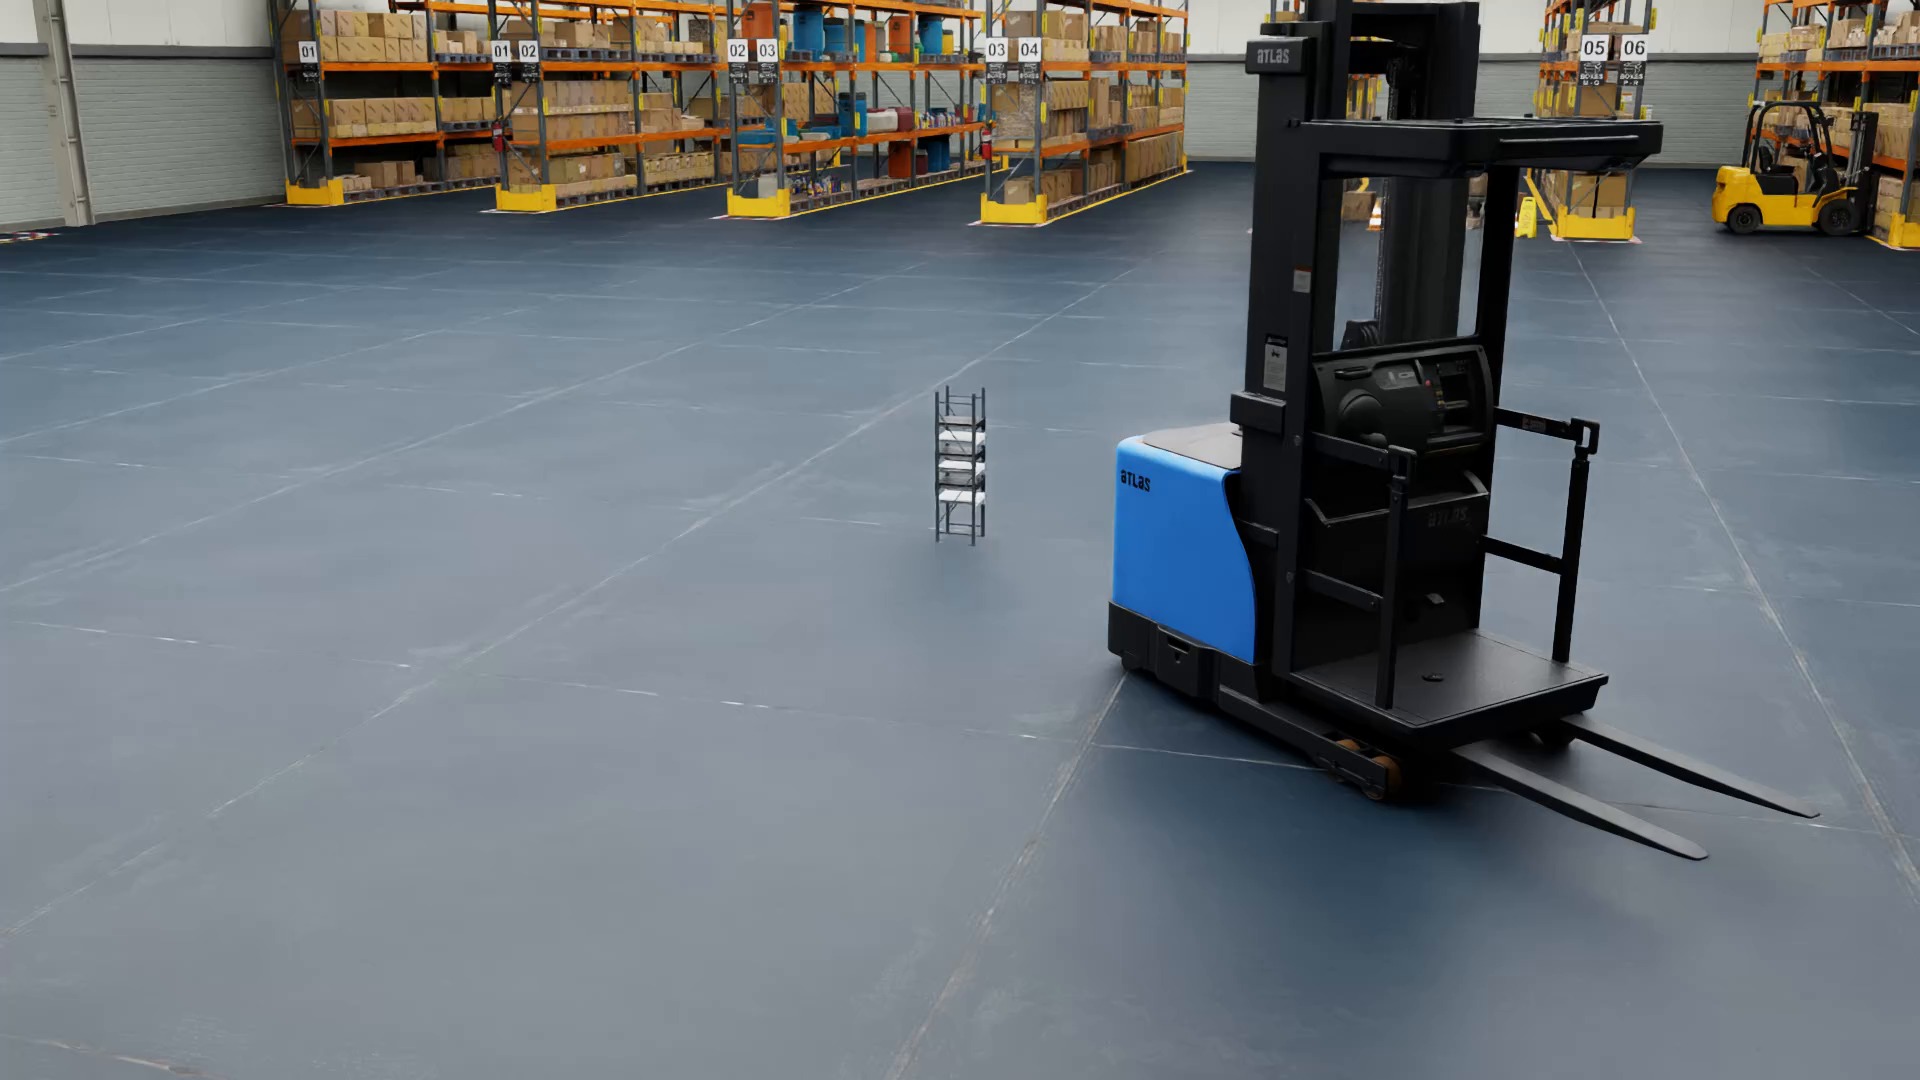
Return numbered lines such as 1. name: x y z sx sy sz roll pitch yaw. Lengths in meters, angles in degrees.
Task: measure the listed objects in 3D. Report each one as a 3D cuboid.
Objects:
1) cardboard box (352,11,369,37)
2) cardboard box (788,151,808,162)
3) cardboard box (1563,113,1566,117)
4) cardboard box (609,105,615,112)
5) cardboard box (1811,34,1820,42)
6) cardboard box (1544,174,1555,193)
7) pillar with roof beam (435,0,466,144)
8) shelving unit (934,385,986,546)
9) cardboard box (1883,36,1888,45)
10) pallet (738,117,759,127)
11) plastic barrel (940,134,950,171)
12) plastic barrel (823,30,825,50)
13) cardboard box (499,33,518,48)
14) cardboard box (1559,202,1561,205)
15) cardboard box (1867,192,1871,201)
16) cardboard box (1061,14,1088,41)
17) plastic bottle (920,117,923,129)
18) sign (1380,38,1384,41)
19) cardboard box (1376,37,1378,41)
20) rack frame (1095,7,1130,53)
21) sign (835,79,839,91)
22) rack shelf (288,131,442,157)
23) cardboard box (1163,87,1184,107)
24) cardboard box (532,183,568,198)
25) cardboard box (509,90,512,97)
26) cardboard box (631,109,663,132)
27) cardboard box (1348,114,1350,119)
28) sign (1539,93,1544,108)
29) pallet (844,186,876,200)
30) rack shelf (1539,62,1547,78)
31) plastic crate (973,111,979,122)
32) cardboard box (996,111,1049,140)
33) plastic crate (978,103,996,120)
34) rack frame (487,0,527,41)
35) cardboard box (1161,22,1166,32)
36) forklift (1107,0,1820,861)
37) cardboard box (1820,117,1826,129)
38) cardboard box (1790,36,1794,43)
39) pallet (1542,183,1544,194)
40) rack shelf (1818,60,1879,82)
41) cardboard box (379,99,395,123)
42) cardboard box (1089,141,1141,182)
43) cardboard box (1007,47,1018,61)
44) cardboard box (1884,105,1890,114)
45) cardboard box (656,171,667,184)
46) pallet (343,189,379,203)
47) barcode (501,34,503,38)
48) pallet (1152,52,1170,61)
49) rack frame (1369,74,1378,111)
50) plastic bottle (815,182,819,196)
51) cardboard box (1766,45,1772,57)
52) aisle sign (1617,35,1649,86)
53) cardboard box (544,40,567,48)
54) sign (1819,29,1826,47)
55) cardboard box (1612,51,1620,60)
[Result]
1. cardboard box: -12.626 -10.679 34.434 0.500 0.500 0.500 5 17 17
2. cardboard box: -4.605 -10.612 45.515 0.797 0.503 0.637 5 16 16
3. cardboard box: 10.923 -7.313 29.387 0.500 0.500 0.500 4 16 15
4. cardboard box: -7.497 -9.087 34.998 0.380 0.149 0.250 5 16 16
5. cardboard box: 17.601 -10.234 33.914 0.380 0.149 0.250 4 16 15
6. cardboard box: 12.558 -7.316 34.173 0.950 0.372 0.625 3 16 12
7. pillar with roof beam: -8.092 -12.726 38.204 9.100 9.000 0.400 5 16 16
8. shelving unit: 0.002 -0.435 9.714 0.258 0.900 0.210 5 16 16
9. cardboard box: 15.714 -8.372 27.861 0.380 0.149 0.250 5 17 18
10. pallet: -5.722 -10.480 41.632 1.003 0.211 1.213 5 16 16
11. plastic barrel: -0.556 -9.776 41.875 0.600 0.901 0.708 5 16 16
12. plastic barrel: -2.970 -10.233 33.938 0.421 0.512 0.421 0 16 0
13. cardboard box: -10.941 -12.278 41.133 0.700 0.500 0.500 3 16 12
14. cardboard box: 10.581 -5.679 28.623 0.500 0.250 0.500 5 16 16
15. cardboard box: 15.478 -5.718 27.843 0.500 0.250 0.500 5 16 16
16. cardboard box: 2.206 -9.985 32.393 0.500 0.500 0.500 4 16 14
17. plastic bottle: -0.958 -9.828 39.208 0.152 0.276 0.135 5 16 16
18. sign: 10.753 -12.797 42.329 0.100 0.325 0.005 5 16 16
19. cardboard box: 10.207 -12.468 41.420 0.380 0.149 0.250 5 17 17
20. rack frame: 3.227 -12.180 36.281 1.000 3.000 0.127 5 16 16
21. sign: -3.470 -12.817 46.819 0.100 0.325 0.005 5 16 16
22. rack shelf: -12.726 -8.530 35.726 1.077 0.370 4.000 5 16 16
23. cardboard box: 5.613 -11.671 43.835 0.500 0.500 0.500 5 17 17
24. cardboard box: -8.178 -6.972 33.184 0.500 0.250 0.500 5 16 16
25. cardboard box: -11.090 -10.926 40.673 0.380 0.149 0.250 2 16 9
26. cardboard box: -7.023 -9.402 37.298 0.500 0.500 0.500 6 17 20
27. cardboard box: 7.511 -8.264 33.285 0.500 0.500 0.500 5 16 16
28. sign: 13.332 -10.069 38.101 0.100 0.325 0.005 5 16 16
29. pallet: -2.473 -7.498 35.879 1.003 0.211 1.213 5 16 16
30. rack shelf: 14.433 -11.192 39.613 1.077 0.370 4.000 5 16 16
31. plastic crate: 0.225 -11.082 43.509 0.437 0.282 0.530 5 16 16
32. cardboard box: 1.136 -7.534 30.166 0.875 0.500 0.500 5 16 16
33. plastic crate: 0.835 -11.715 45.459 0.616 0.435 0.499 5 16 16
34. rack frame: -11.021 -13.332 40.343 1.000 3.000 0.127 5 16 16
35. cardboard box: 4.916 -12.961 42.022 0.500 0.250 0.500 4 16 14
36. forklift: 1.884 -0.563 6.444 1.130 2.935 3.031 -9 18 -30
37. cardboard box: 16.984 -8.082 32.184 0.500 0.250 0.500 5 17 18
38. cardboard box: 17.999 -10.721 35.596 0.380 0.149 0.250 4 16 15
39. pallet: 13.373 -7.703 36.599 1.003 0.211 1.213 5 16 16
40. rack shelf: 16.920 -8.715 30.880 1.077 0.370 4.000 5 16 16
41. cardboard box: -12.432 -9.152 35.464 0.500 0.500 0.500 5 17 18
42. cardboard box: 3.443 -8.653 37.963 1.225 0.875 0.875 4 16 13
43. cardboard box: 0.846 -8.718 29.845 0.500 0.250 0.500 5 17 17
44. cardboard box: 15.686 -7.195 27.781 0.380 0.149 0.250 5 16 16
45. cardboard box: -6.908 -8.116 37.215 0.500 0.250 0.500 5 17 17
46. pallet: -13.008 -7.241 34.973 1.003 0.211 1.213 5 16 16
47. barcode: -8.920 -9.809 32.354 0.001 0.075 0.075 5 16 16
48. pallet: 4.606 -11.954 41.143 1.003 0.211 1.213 5 16 16
49. rack frame: 10.227 -10.976 43.029 1.000 3.000 0.127 5 16 16
50. plastic bottle: -2.884 -7.024 33.290 0.097 0.271 0.097 0 16 0
51. cardboard box: 19.091 -11.386 38.708 0.500 0.250 0.500 4 16 14
52. aisle sign: 10.734 -7.643 26.514 0.394 0.787 0.004 5 16 16
53. cardboard box: -8.040 -9.856 33.017 0.380 0.149 0.250 5 16 16
54. sign: 16.968 -9.876 32.707 0.100 0.325 0.005 5 16 16
55. cardboard box: 10.849 -7.892 27.120 0.380 0.149 0.250 4 16 14
